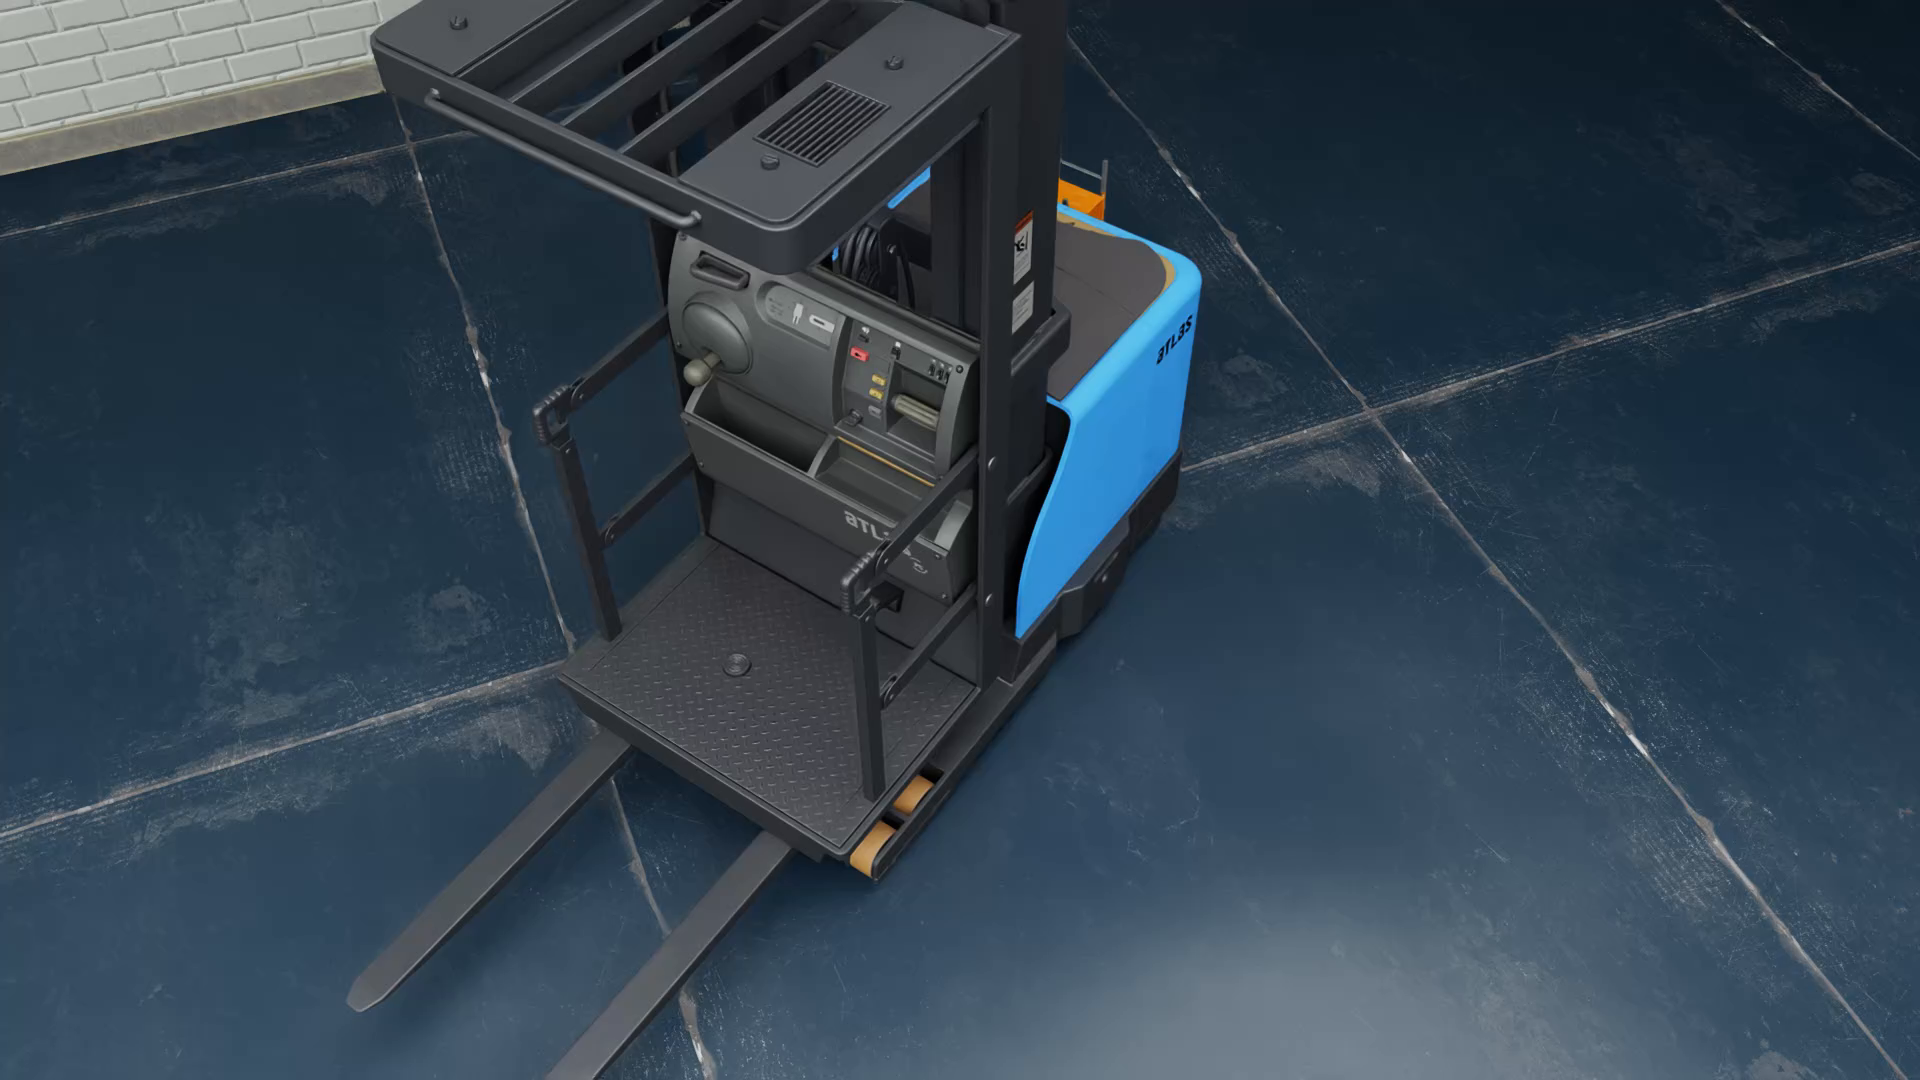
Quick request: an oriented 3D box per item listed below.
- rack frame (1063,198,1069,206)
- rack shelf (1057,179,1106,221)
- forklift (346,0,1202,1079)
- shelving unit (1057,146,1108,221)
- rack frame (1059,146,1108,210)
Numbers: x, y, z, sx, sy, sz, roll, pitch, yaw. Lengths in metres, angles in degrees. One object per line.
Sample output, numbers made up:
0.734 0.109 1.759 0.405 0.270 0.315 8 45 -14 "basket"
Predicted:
0.262 -0.784 5.732 0.200 1.050 0.008 28 55 22 "rack frame"
0.331 -1.039 5.590 0.215 0.259 0.240 28 55 22 "rack shelf"
-0.496 -0.388 4.151 1.130 2.935 3.031 28 55 22 "forklift"
0.331 -0.861 5.797 0.215 1.050 0.252 28 55 22 "shelving unit"
0.401 -0.937 5.862 0.200 1.050 0.008 28 55 22 "rack frame"
